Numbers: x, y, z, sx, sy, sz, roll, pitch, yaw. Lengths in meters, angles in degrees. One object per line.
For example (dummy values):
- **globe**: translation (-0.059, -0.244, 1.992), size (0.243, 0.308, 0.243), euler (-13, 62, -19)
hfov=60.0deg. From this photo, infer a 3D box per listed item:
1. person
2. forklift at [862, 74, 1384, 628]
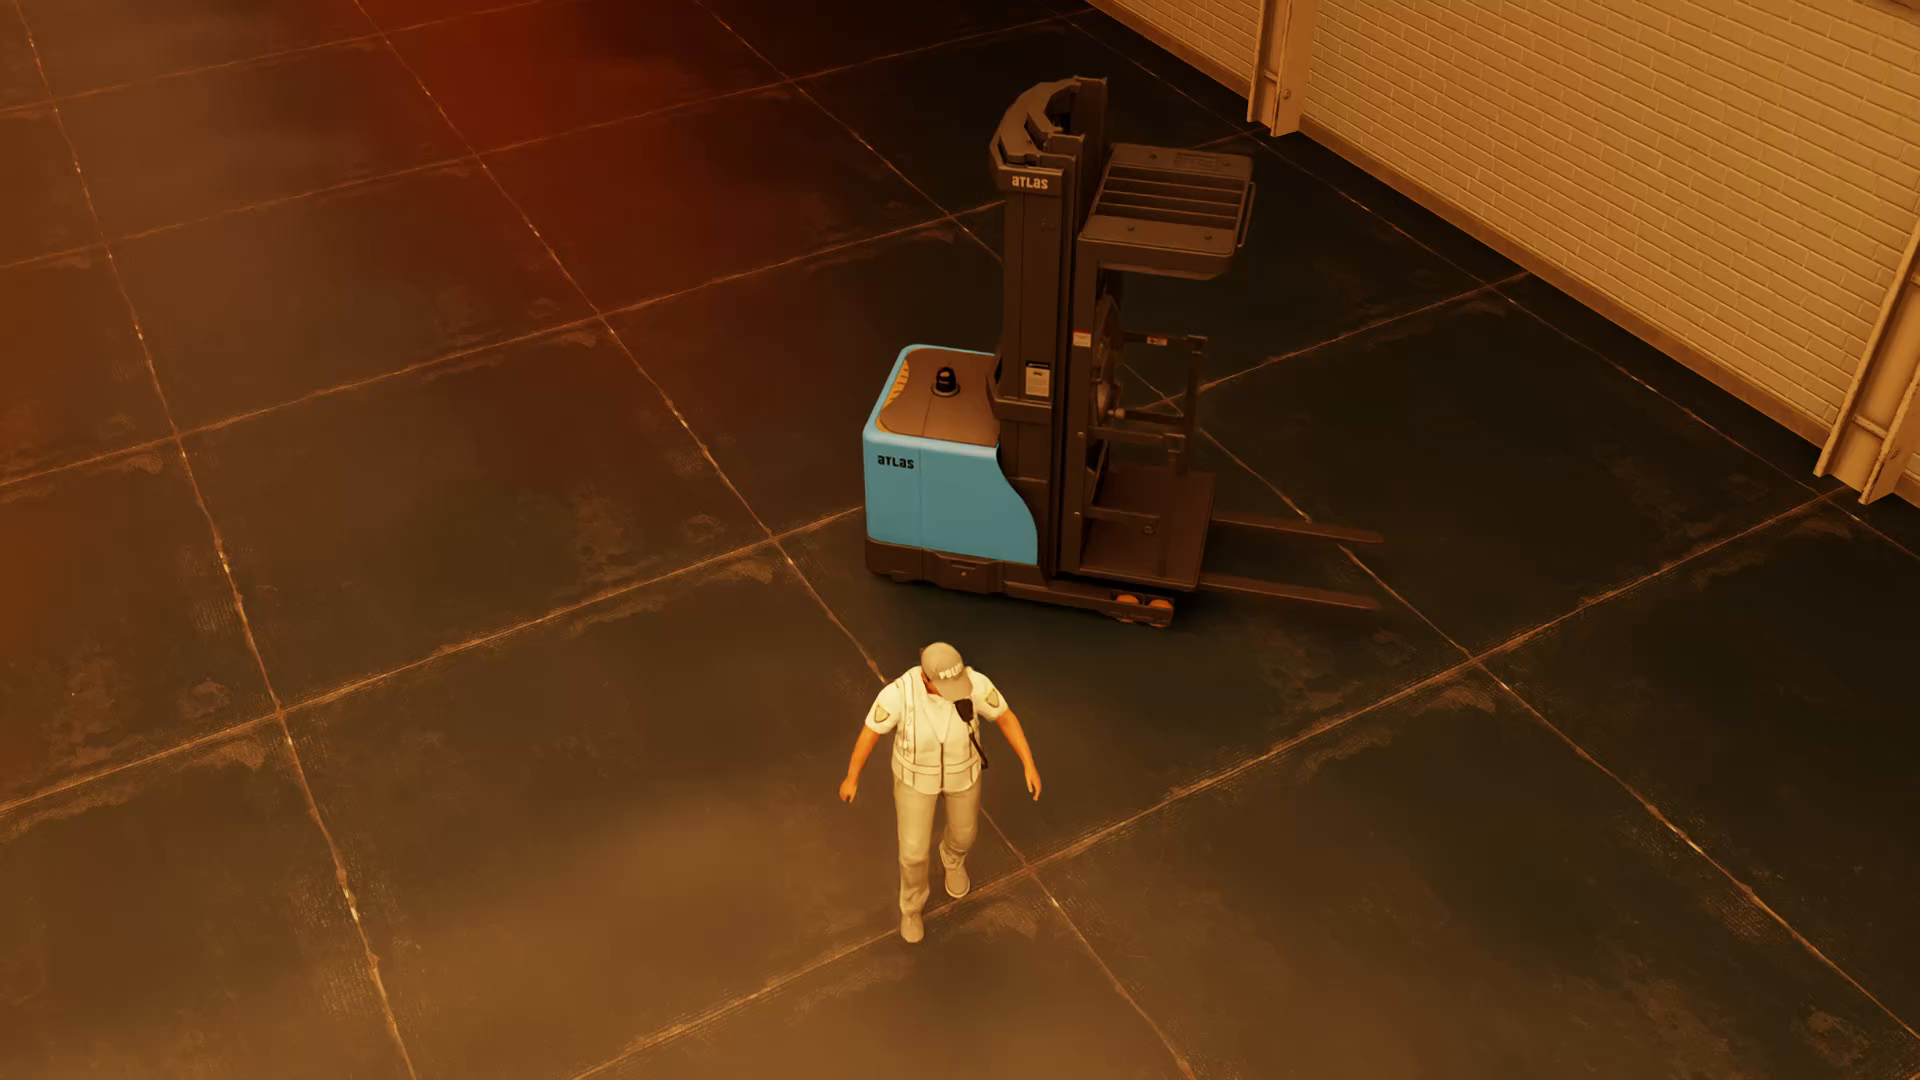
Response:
- **person**: translation (-0.103, 1.159, 7.703), size (0.907, 1.694, 0.564), euler (-4, 40, -5)
- **forklift**: translation (1.004, -0.992, 9.232), size (3.031, 2.935, 1.130), euler (9, 40, 10)
